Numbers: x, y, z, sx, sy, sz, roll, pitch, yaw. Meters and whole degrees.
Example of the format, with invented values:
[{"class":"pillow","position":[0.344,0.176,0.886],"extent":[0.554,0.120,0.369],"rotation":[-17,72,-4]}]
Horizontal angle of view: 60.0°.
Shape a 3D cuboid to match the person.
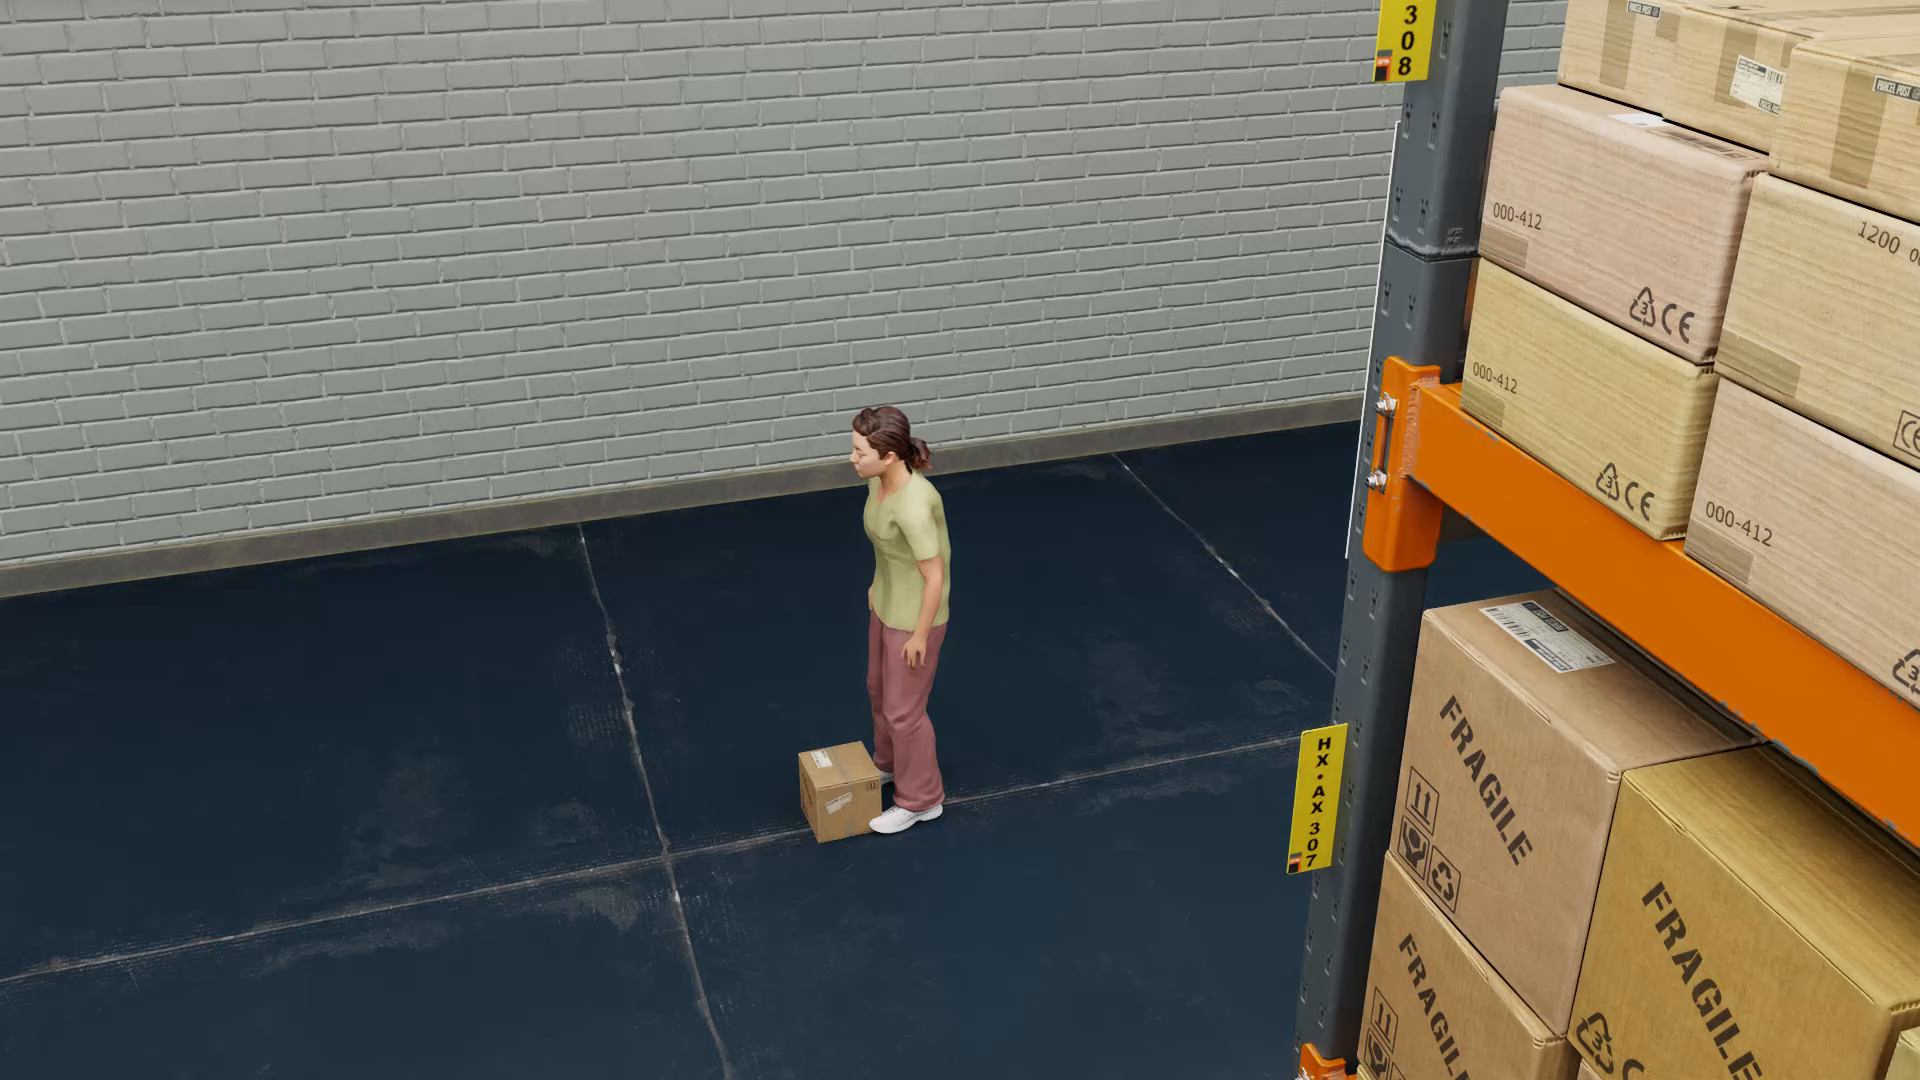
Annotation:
[{"class":"person","position":[-0.220,0.278,6.056],"extent":[0.349,1.672,0.508],"rotation":[-9,28,-17]}]
